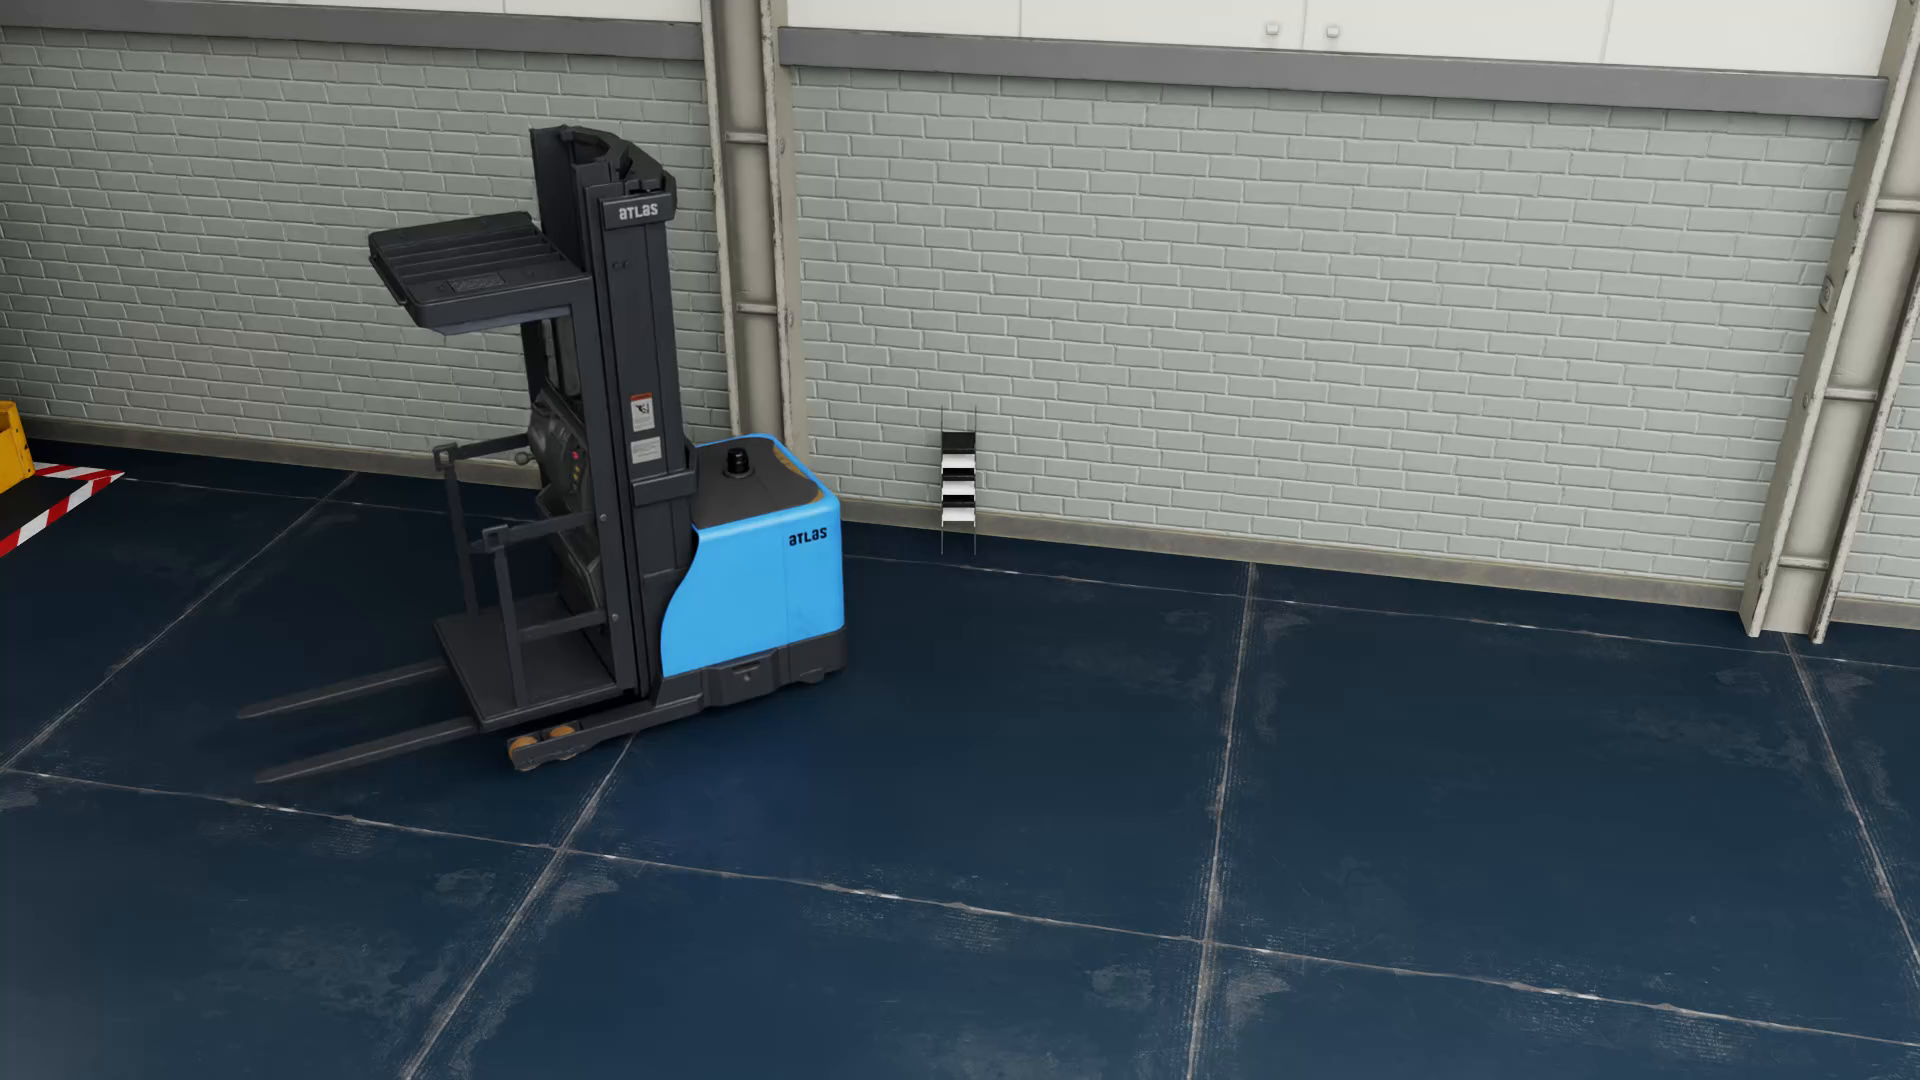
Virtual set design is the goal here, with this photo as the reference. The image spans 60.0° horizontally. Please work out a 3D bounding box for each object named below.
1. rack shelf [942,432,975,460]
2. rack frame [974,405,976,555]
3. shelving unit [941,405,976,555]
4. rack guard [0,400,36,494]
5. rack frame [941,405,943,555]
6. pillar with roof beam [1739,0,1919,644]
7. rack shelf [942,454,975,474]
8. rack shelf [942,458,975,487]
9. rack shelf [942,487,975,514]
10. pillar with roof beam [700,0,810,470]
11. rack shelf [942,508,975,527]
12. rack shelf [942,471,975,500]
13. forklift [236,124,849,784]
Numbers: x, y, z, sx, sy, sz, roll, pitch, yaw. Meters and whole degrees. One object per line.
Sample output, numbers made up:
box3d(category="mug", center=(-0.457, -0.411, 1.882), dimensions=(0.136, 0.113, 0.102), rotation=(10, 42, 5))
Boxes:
box3d(category="rack shelf", center=(-0.008, -0.570, 10.022), dimensions=(0.200, 0.077, 0.258), rotation=(0, 29, 0))
box3d(category="rack frame", center=(0.093, -0.362, 10.136), dimensions=(0.006, 0.900, 0.240), rotation=(0, 29, 0))
box3d(category="shelving unit", center=(-0.008, -0.362, 10.136), dimensions=(0.210, 0.900, 0.258), rotation=(0, 29, 0))
box3d(category="rack guard", center=(-6.529, -0.436, 10.688), dimensions=(0.348, 0.500, 1.175), rotation=(6, 29, 11))
box3d(category="rack frame", center=(-0.110, -0.362, 10.136), dimensions=(0.006, 0.900, 0.240), rotation=(0, 29, 0))
box3d(category="pillar with roof beam", center=(3.791, -1.434, 3.661), dimensions=(0.400, 9.000, 9.100), rotation=(6, 29, 11))
box3d(category="rack shelf", center=(-0.008, -0.491, 10.066), dimensions=(0.200, 0.077, 0.258), rotation=(0, 29, 0))
box3d(category="rack shelf", center=(-0.008, -0.412, 10.109), dimensions=(0.200, 0.077, 0.258), rotation=(0, 29, 0))
box3d(category="rack shelf", center=(-0.008, -0.254, 10.195), dimensions=(0.200, 0.077, 0.258), rotation=(0, 29, 0))
box3d(category="pillar with roof beam", center=(-2.077, -2.036, 4.760), dimensions=(0.400, 9.000, 9.100), rotation=(6, 29, 11))
box3d(category="rack shelf", center=(-0.008, -0.175, 10.238), dimensions=(0.200, 0.077, 0.258), rotation=(0, 29, 0))
box3d(category="rack shelf", center=(-0.008, -0.333, 10.152), dimensions=(0.200, 0.077, 0.258), rotation=(0, 29, 0))
box3d(category="forklift", center=(-2.152, -0.424, 8.134), dimensions=(3.031, 2.935, 1.130), rotation=(-14, 32, -24))
